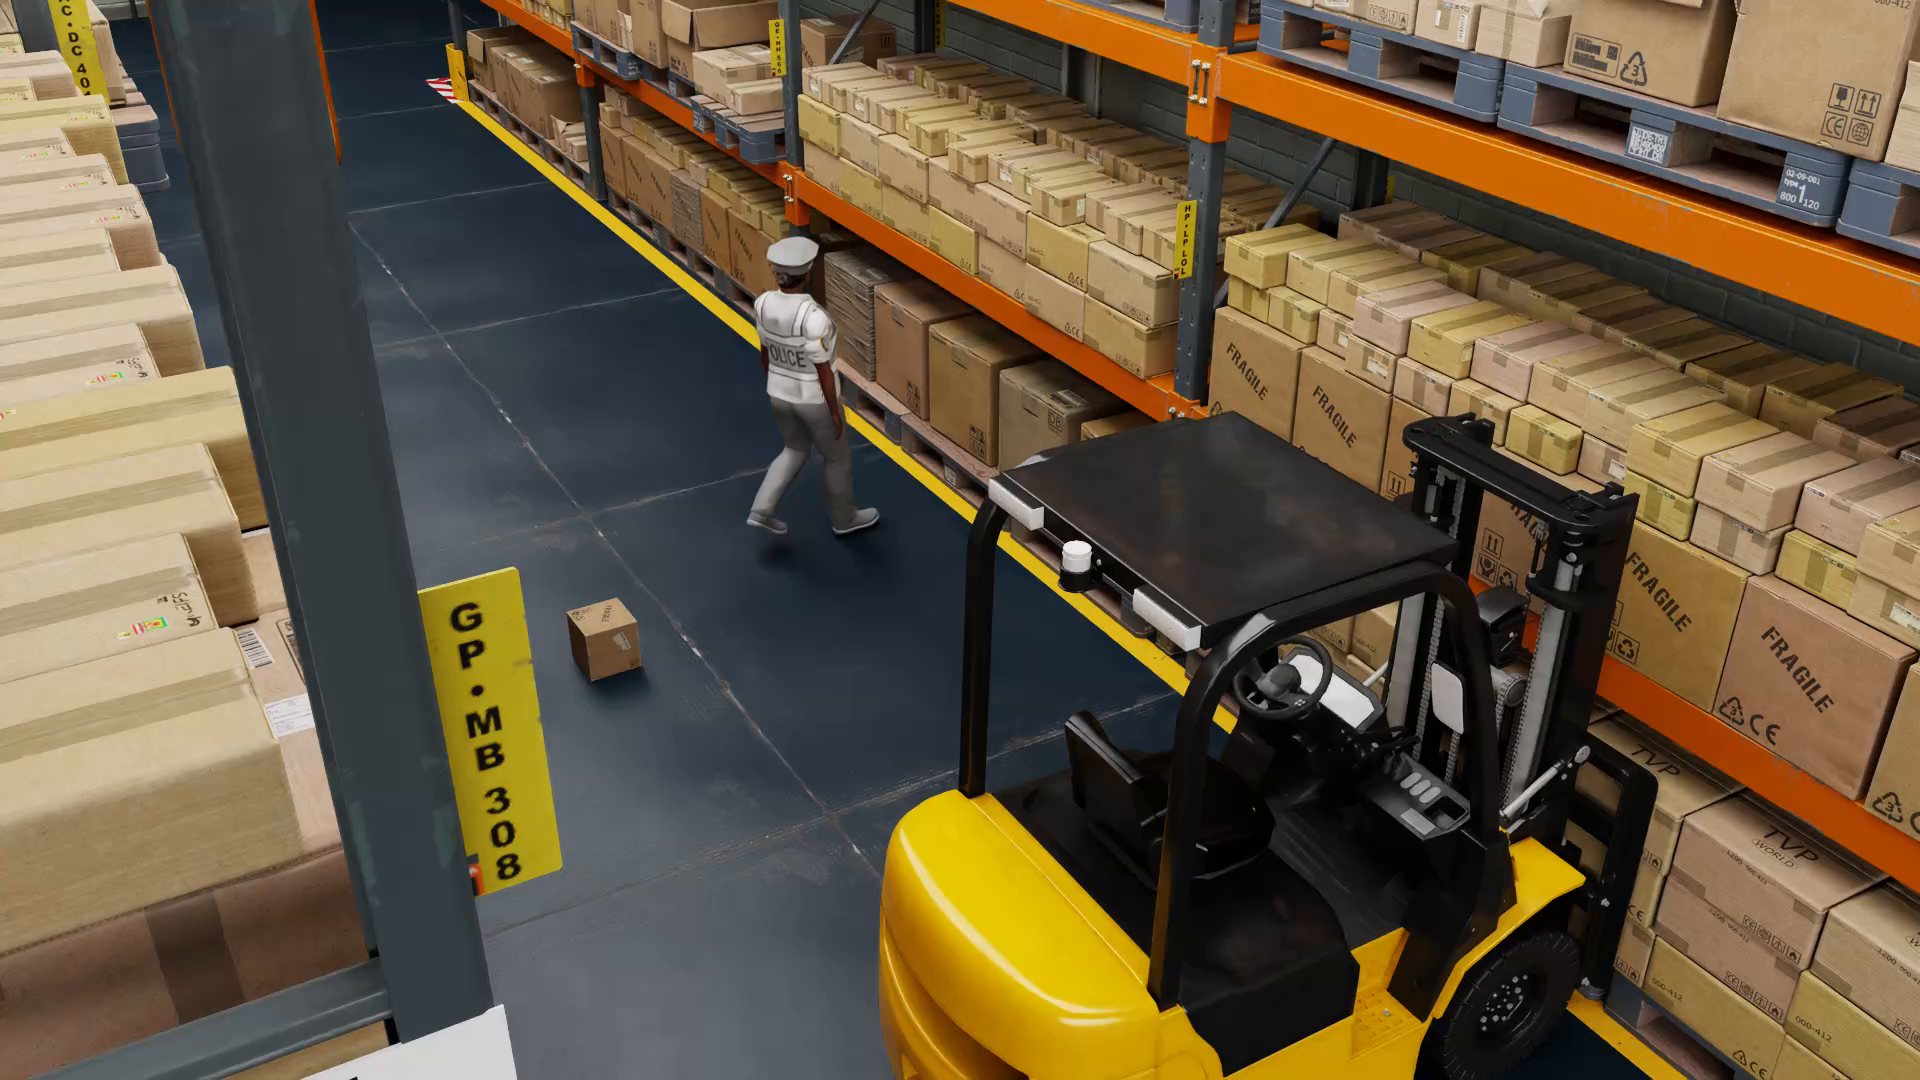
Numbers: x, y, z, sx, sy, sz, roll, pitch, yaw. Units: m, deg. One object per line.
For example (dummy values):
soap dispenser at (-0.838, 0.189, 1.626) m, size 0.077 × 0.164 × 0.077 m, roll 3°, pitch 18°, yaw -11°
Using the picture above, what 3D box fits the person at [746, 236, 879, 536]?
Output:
person at (-0.768, -0.733, 8.416) m, size 0.471 × 1.642 × 0.743 m, roll 19°, pitch 35°, yaw 31°
